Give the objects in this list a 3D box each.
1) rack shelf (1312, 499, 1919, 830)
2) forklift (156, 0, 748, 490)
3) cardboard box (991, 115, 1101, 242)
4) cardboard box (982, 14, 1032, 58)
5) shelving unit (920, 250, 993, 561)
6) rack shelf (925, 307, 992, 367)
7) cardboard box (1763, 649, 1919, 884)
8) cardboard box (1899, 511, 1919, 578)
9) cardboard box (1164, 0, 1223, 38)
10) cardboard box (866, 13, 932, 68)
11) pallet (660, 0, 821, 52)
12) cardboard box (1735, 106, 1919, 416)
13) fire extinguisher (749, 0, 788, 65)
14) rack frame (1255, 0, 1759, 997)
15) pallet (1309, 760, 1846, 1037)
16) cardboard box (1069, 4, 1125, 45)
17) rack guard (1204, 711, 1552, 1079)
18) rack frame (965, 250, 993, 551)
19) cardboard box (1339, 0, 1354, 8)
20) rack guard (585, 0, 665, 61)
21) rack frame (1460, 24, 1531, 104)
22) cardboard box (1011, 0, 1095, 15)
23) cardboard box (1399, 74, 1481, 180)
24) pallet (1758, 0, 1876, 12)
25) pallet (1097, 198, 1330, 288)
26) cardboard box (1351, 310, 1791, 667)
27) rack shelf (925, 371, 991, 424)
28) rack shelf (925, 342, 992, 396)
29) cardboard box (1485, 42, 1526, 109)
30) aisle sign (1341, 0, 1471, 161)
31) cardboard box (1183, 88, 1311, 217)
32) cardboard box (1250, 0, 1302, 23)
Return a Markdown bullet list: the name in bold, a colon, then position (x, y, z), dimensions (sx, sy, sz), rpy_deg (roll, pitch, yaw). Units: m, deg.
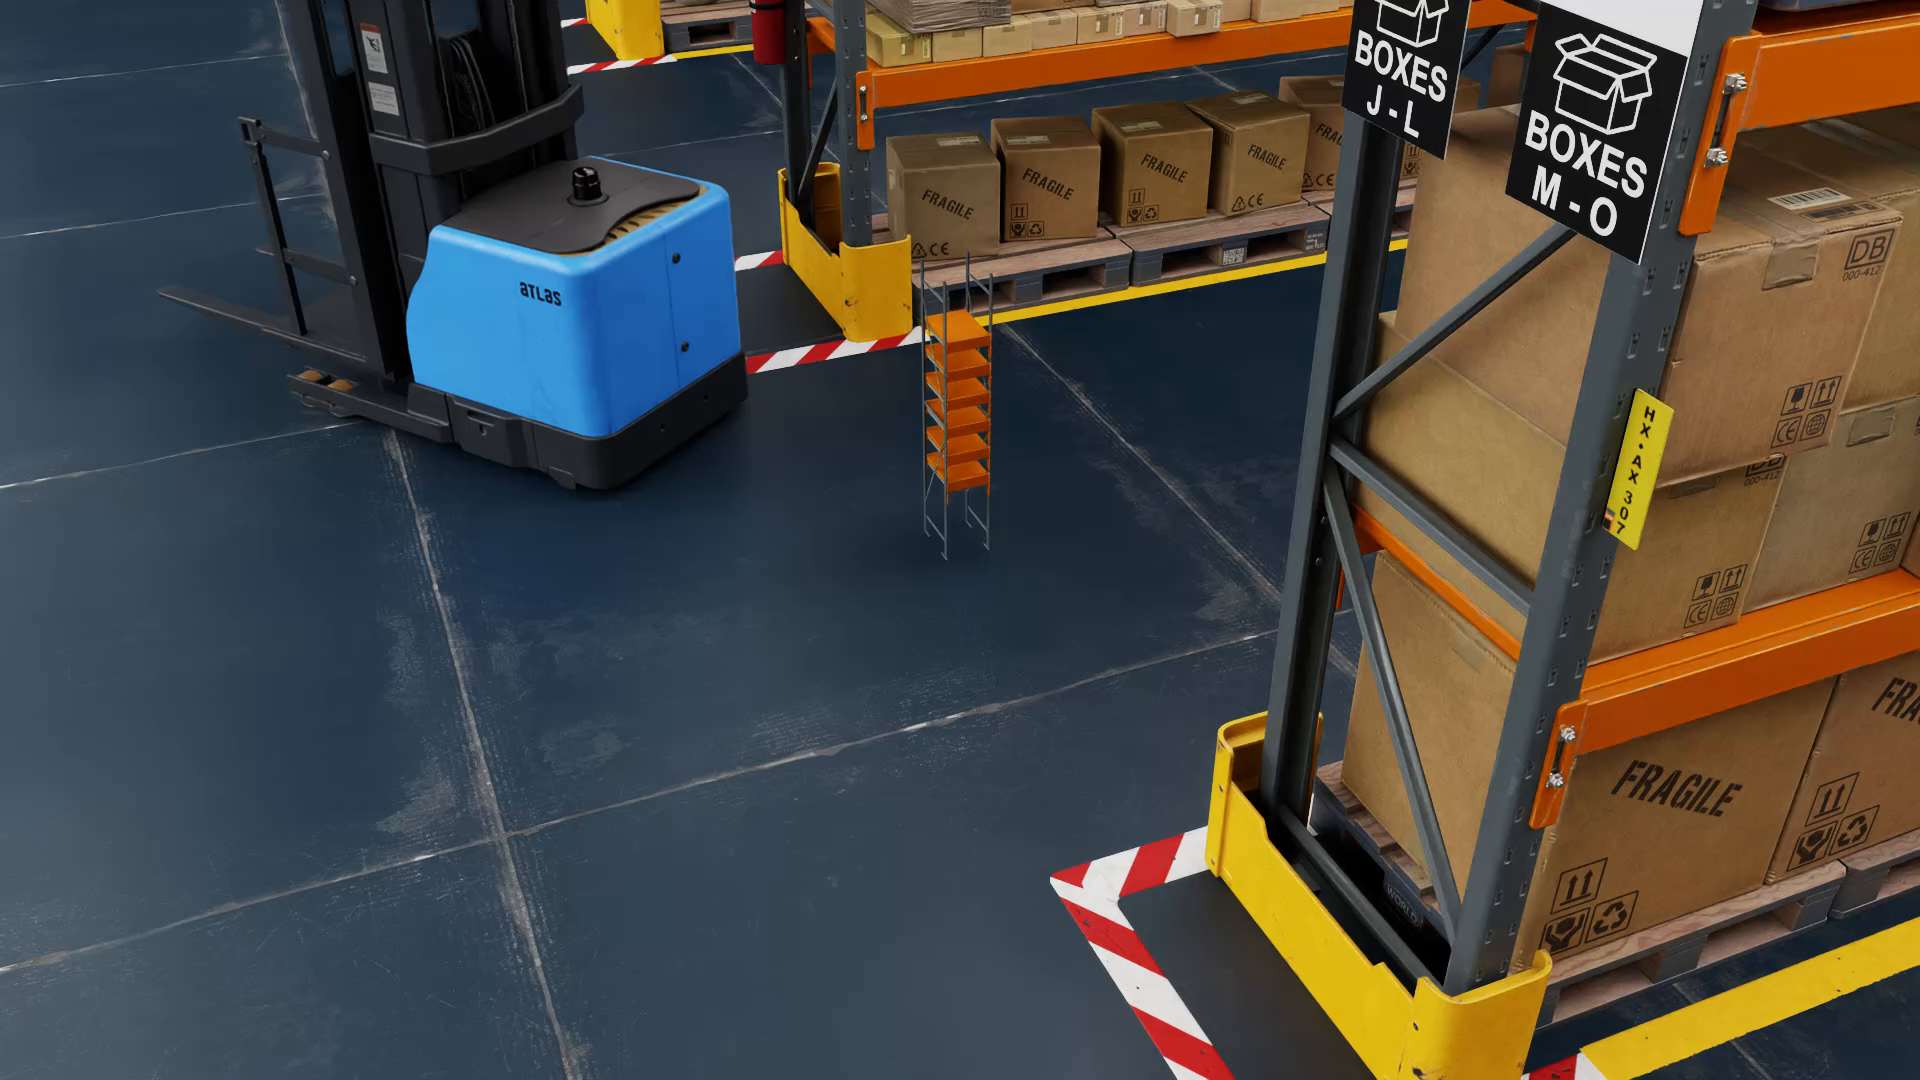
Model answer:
- **rack shelf**: position (2.997, -0.145, 4.882), dimensions (4.000, 0.370, 1.077), rpy_deg (-13, 35, -19)
- **forklift**: position (-2.507, -2.020, 7.167), dimensions (3.031, 2.935, 1.130), rpy_deg (18, 37, 25)
- **cardboard box**: position (0.447, -1.935, 8.880), dimensions (0.500, 0.500, 0.500), rpy_deg (-4, 33, -6)
- **cardboard box**: position (0.156, -2.463, 8.015), dimensions (0.250, 0.149, 0.380), rpy_deg (-13, 35, -19)
- **shelving unit**: position (-0.013, -0.500, 6.418), dimensions (0.189, 1.200, 0.258), rpy_deg (-13, 35, -19)
- **rack shelf**: position (-0.013, -0.764, 6.246), dimensions (0.180, 0.103, 0.258), rpy_deg (-13, 35, -19)
- **cardboard box**: position (2.564, 0.327, 5.060), dimensions (0.875, 0.875, 0.875), rpy_deg (-13, 35, -20)
- **cardboard box**: position (2.542, -0.370, 4.431), dimensions (0.550, 0.550, 0.875), rpy_deg (-13, 35, -19)
- **cardboard box**: position (1.102, -2.642, 8.291), dimensions (0.250, 0.149, 0.380), rpy_deg (-13, 35, -19)
- **cardboard box**: position (-0.318, -2.374, 7.879), dimensions (0.250, 0.149, 0.380), rpy_deg (-13, 35, -19)
- **pallet**: position (-1.788, -4.070, 12.811), dimensions (1.213, 0.211, 1.003), rpy_deg (-13, 35, -19)
- **cardboard box**: position (1.982, -0.761, 4.041), dimensions (0.550, 0.550, 0.875), rpy_deg (-13, 35, -19)
- **fire extinguisher**: position (-0.957, -2.715, 8.243), dimensions (0.183, 0.674, 0.296), rpy_deg (-13, 35, -19)
- **rack frame**: position (1.153, -0.024, 4.036), dimensions (0.127, 3.000, 1.000), rpy_deg (-13, 35, -19)
- **pallet**: position (1.860, 0.937, 5.117), dimensions (1.213, 0.211, 1.003), rpy_deg (-13, 35, -19)
- **cardboard box**: position (0.611, -2.575, 8.188), dimensions (0.250, 0.149, 0.380), rpy_deg (-13, 35, -19)
- **rack guard**: position (1.131, 1.029, 4.710), dimensions (0.348, 0.500, 1.175), rpy_deg (-13, 35, -19)
- **rack frame**: position (0.071, -0.519, 6.448), dimensions (0.006, 1.200, 0.240), rpy_deg (-13, 35, -19)
- **cardboard box**: position (1.973, -2.920, 8.717), dimensions (0.250, 0.149, 0.380), rpy_deg (-13, 35, -19)
- **rack guard**: position (-2.539, -4.022, 12.473), dimensions (0.348, 0.500, 1.175), rpy_deg (-13, 35, -19)
- **rack frame**: position (3.015, -3.384, 9.200), dimensions (0.127, 3.000, 1.000), rpy_deg (-13, 35, -19)
- **cardboard box**: position (0.259, -2.974, 8.206), dimensions (0.500, 0.500, 0.875), rpy_deg (-13, 35, -19)
- **cardboard box**: position (2.630, -2.448, 9.669), dimensions (0.500, 0.500, 0.500), rpy_deg (-14, 36, -20)
- **pallet**: position (1.833, -1.406, 3.491), dimensions (1.213, 0.211, 1.003), rpy_deg (-13, 35, -19)
- **pallet**: position (1.282, -1.796, 9.317), dimensions (1.213, 0.211, 1.003), rpy_deg (-13, 35, -19)
- **cardboard box**: position (1.478, -0.188, 4.151), dimensions (0.550, 0.550, 0.875), rpy_deg (-13, 35, -19)
- **rack shelf**: position (-0.013, -0.563, 6.377), dimensions (0.180, 0.103, 0.258), rpy_deg (-13, 35, -19)
- **rack shelf**: position (-0.013, -0.664, 6.311), dimensions (0.180, 0.103, 0.258), rpy_deg (-13, 35, -19)
- **cardboard box**: position (3.589, -2.639, 9.945), dimensions (0.500, 0.500, 0.700), rpy_deg (-16, 36, -23)
- **aisle sign**: position (0.972, -1.250, 3.536), dimensions (0.004, 0.787, 0.394), rpy_deg (-13, 35, -19)
- **cardboard box**: position (1.563, -2.153, 9.215), dimensions (0.500, 0.500, 0.500), rpy_deg (-16, 36, -23)
- **cardboard box**: position (1.541, -2.776, 8.497), dimensions (0.250, 0.149, 0.380), rpy_deg (-13, 35, -19)
